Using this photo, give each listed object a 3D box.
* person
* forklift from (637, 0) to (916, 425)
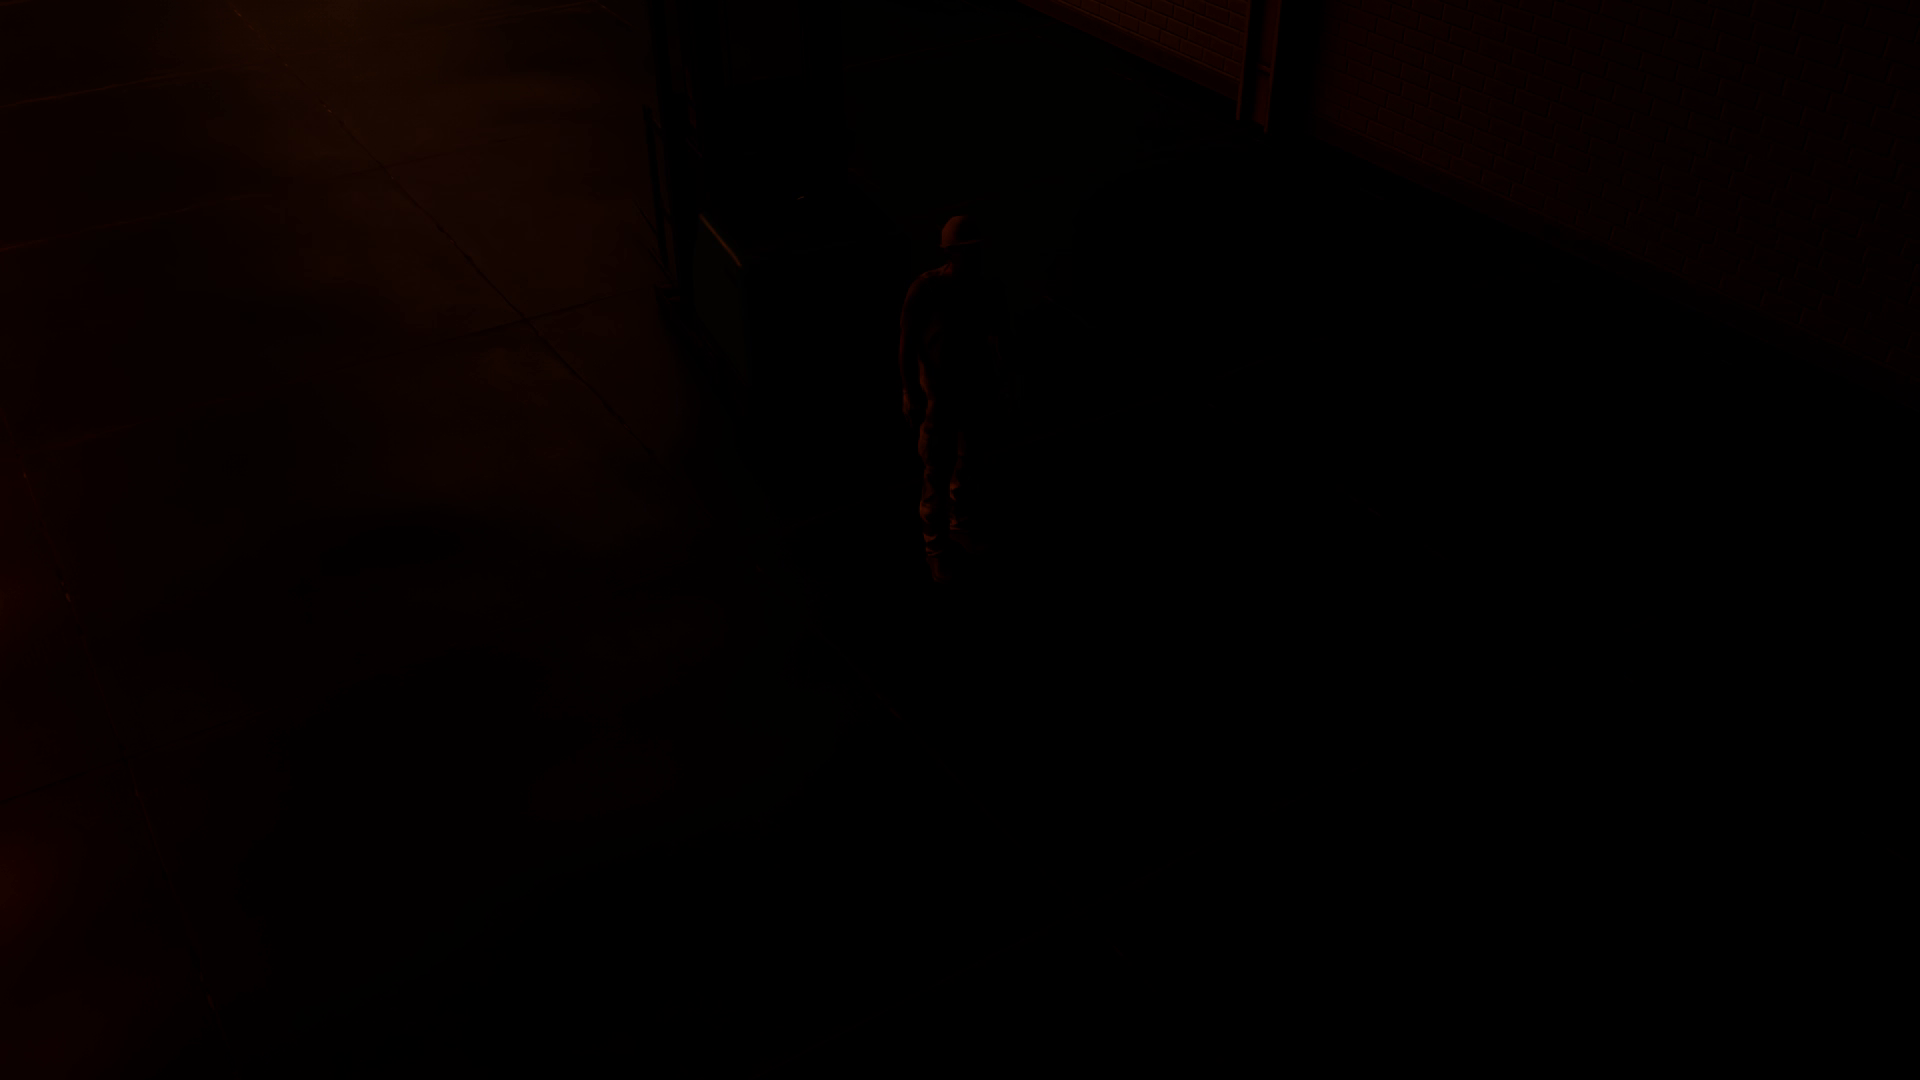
[{"bbox_3d":[0.040,-0.682,8.104,0.634,1.791,0.590,-15,38,-20],"label":"person"},{"bbox_3d":[-1.335,-2.692,9.979,1.130,2.935,3.031,-15,38,-20],"label":"forklift"}]
